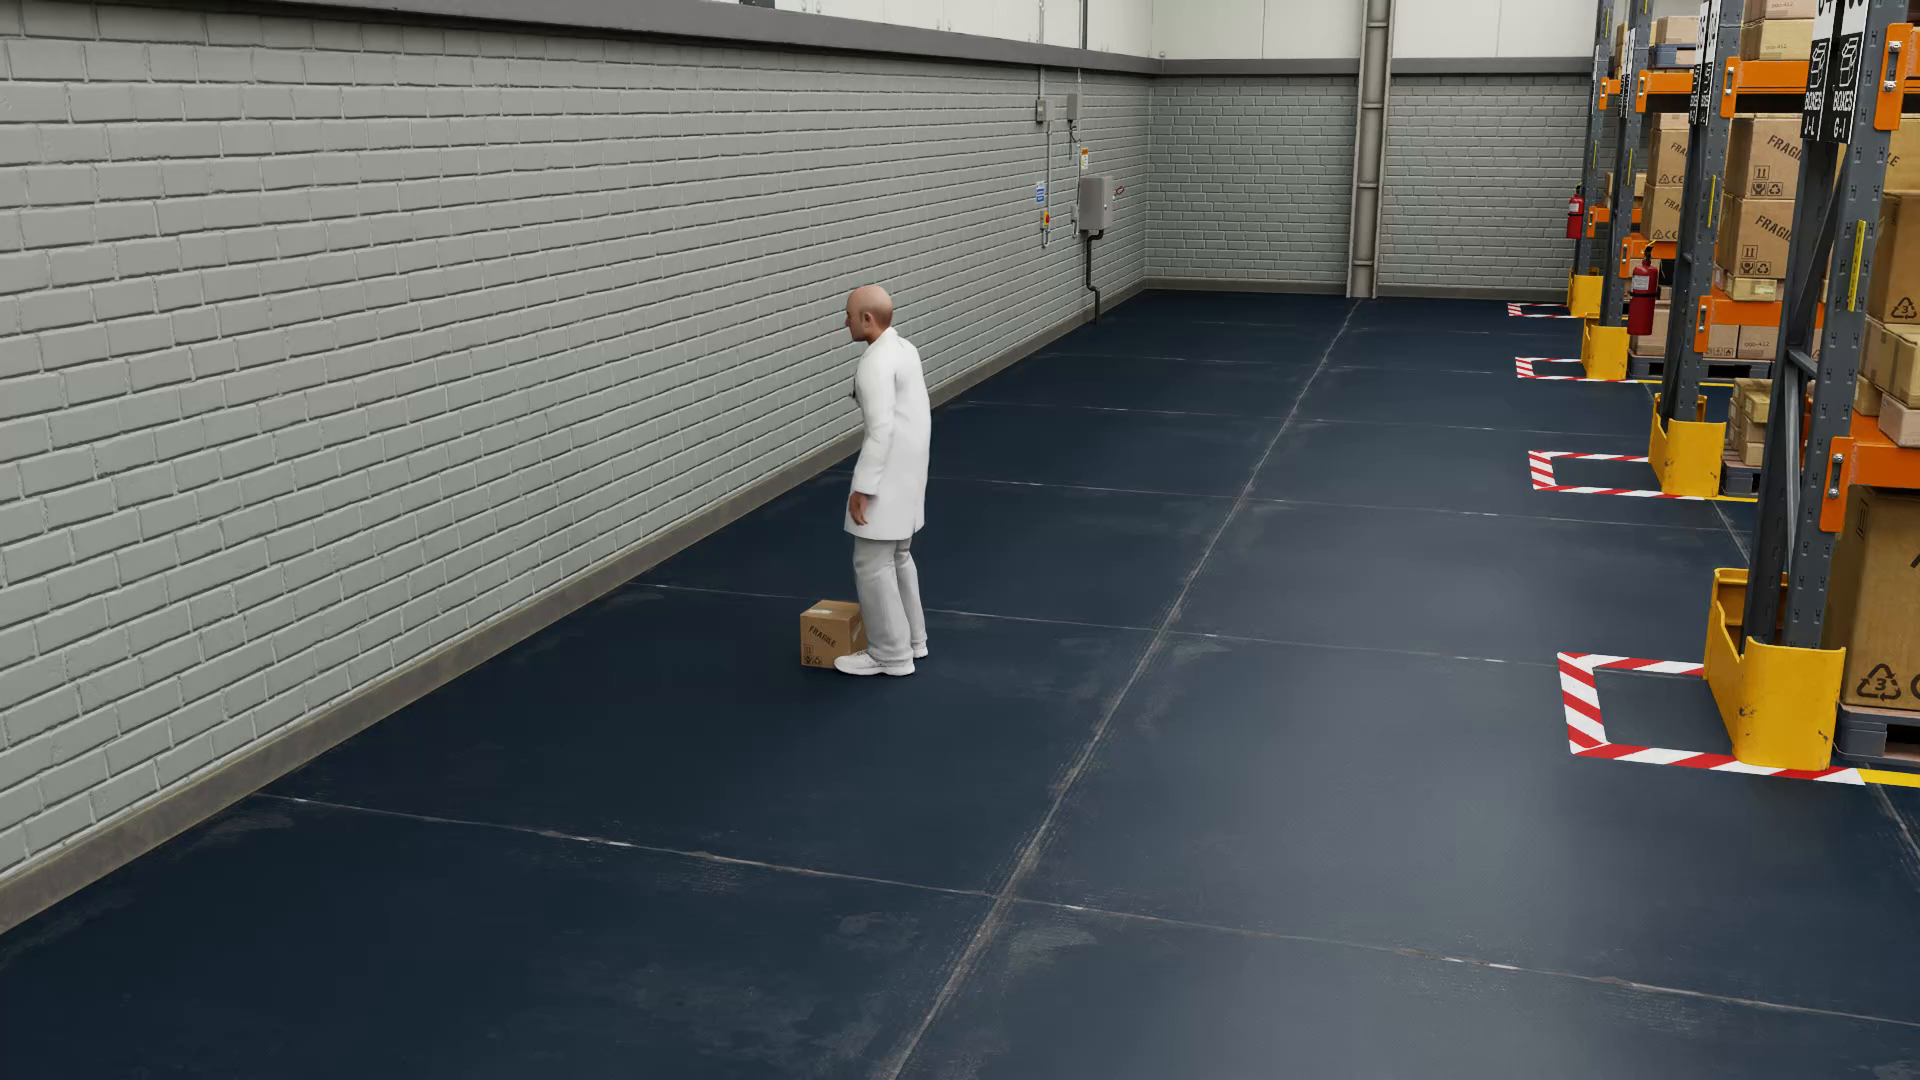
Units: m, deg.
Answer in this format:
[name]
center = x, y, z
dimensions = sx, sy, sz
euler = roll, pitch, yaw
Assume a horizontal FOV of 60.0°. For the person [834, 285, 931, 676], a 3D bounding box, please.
[person]
center = -0.349, -0.269, 7.562
dimensions = 0.421, 1.774, 0.654
euler = 4, 15, 13
